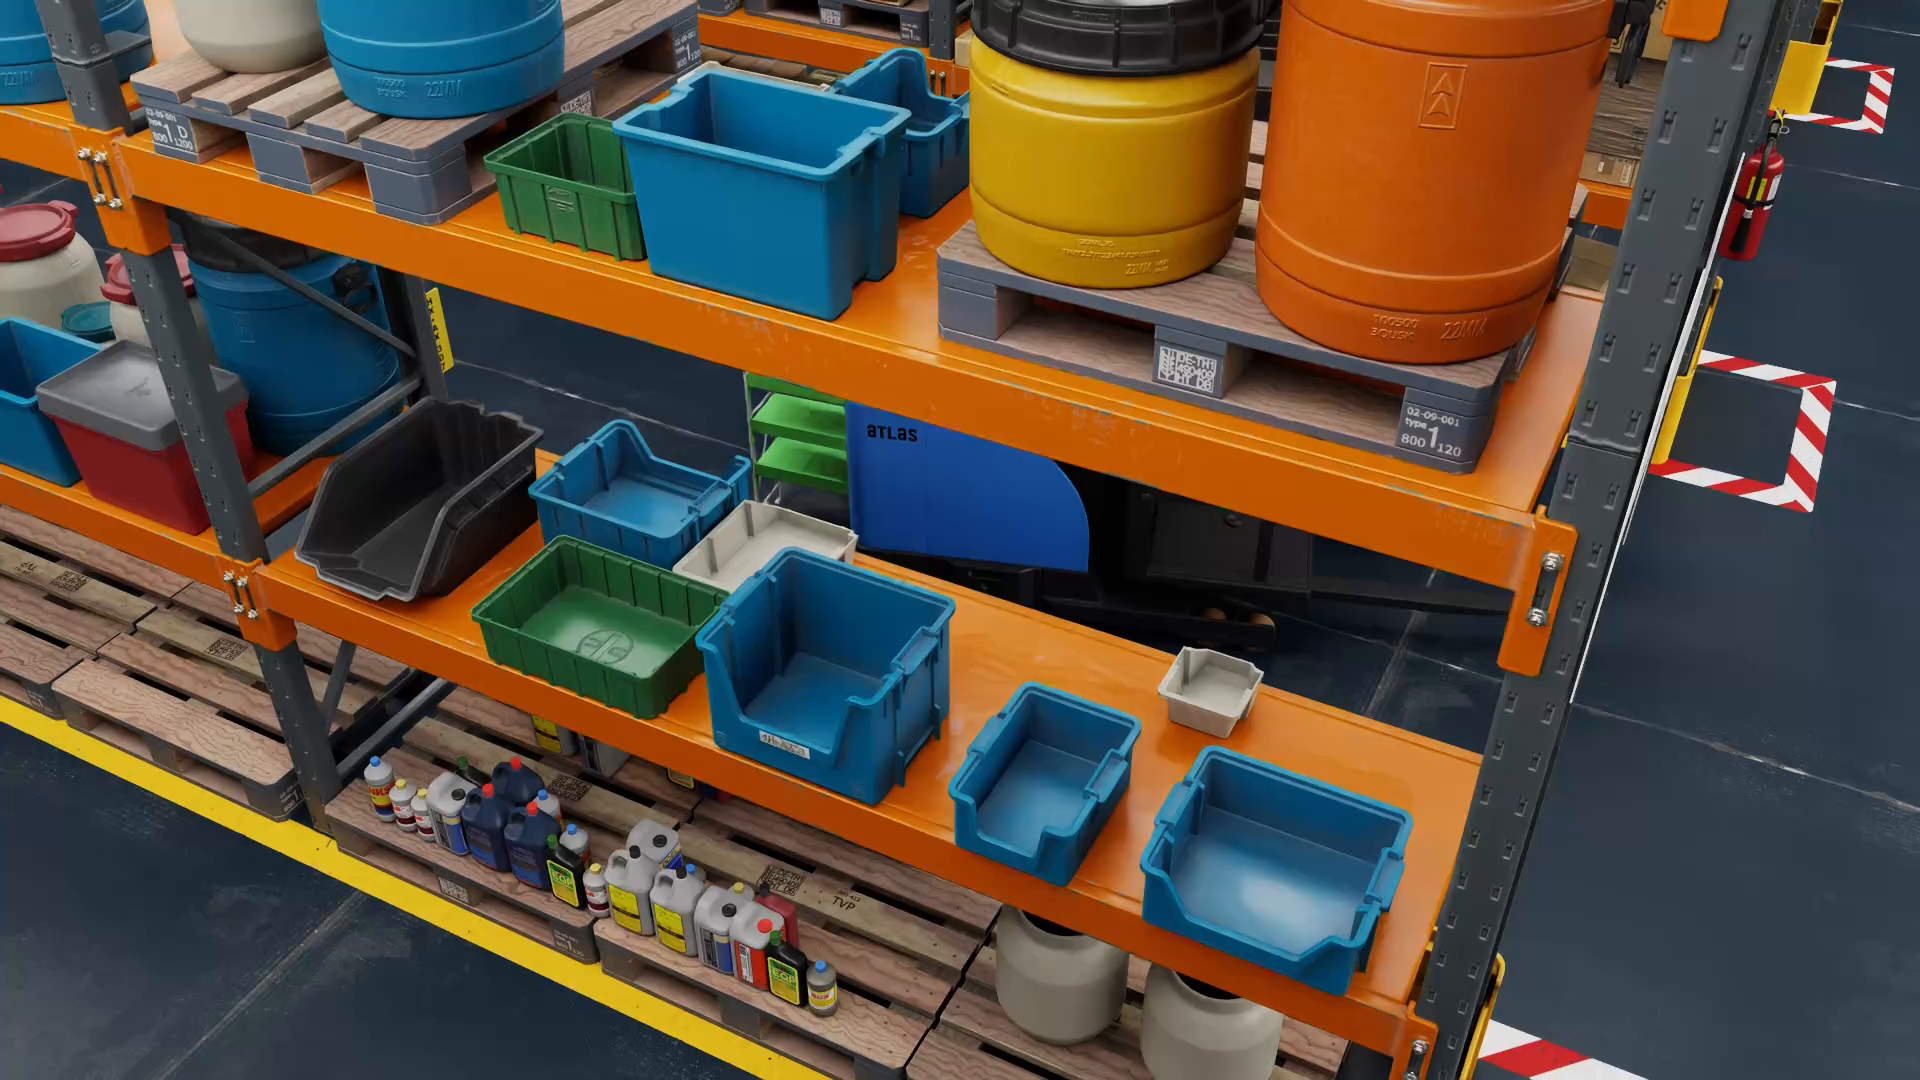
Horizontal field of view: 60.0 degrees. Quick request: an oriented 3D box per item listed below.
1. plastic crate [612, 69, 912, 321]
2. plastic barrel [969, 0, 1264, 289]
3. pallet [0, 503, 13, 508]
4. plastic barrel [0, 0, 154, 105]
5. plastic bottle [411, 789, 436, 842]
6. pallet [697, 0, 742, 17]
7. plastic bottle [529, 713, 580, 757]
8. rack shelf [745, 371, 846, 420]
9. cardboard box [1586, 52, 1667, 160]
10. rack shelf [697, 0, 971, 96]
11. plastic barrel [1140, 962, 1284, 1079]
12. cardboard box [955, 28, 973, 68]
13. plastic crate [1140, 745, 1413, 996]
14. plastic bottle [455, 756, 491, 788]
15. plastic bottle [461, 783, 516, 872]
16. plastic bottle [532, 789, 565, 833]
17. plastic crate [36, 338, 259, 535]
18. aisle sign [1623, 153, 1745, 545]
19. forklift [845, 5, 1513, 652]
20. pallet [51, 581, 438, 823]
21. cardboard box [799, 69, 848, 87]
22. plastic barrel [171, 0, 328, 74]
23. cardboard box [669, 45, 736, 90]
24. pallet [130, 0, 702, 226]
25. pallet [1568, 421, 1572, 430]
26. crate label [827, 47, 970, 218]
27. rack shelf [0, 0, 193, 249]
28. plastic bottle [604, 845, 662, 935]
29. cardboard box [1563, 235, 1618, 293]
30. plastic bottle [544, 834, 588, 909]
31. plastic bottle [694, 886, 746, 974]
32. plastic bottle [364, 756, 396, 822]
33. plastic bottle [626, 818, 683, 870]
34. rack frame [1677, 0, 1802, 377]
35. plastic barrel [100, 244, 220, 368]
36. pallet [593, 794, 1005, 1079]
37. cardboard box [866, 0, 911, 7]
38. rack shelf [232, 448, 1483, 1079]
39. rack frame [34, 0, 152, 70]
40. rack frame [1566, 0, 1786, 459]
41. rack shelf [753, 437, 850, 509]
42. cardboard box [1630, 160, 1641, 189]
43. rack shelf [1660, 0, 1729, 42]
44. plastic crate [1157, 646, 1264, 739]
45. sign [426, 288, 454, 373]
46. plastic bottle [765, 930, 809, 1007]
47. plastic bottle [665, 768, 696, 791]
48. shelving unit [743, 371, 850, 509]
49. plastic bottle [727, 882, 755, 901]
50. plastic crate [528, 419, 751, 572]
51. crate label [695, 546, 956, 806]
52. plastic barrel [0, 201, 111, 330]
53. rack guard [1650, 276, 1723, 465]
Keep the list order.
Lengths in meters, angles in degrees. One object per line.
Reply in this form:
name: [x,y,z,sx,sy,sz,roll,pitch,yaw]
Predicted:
plastic crate: [-0.443,-0.793,3.846,0.575,0.384,0.392,17,41,21]
plastic barrel: [0.318,-0.922,3.500,0.600,0.588,0.600,0,37,0]
pallet: [-5.045,-0.114,7.725,1.213,0.211,1.003,17,41,21]
plastic barrel: [-2.714,-1.768,4.702,0.708,0.901,0.600,17,41,21]
plastic bottle: [-1.901,0.972,5.940,0.097,0.201,0.097,0,37,0]
pallet: [-1.660,-3.515,10.058,1.213,0.211,1.003,17,41,21]
plastic bottle: [-1.525,0.633,6.262,0.185,0.351,0.144,17,41,21]
rack shelf: [-0.679,-0.702,7.391,0.480,0.148,0.258,13,39,16]
cardboard box: [3.191,-2.221,7.867,0.500,0.500,0.875,17,41,21]
rack shelf: [-1.661,-3.277,10.181,4.000,0.370,1.077,17,41,21]
plastic barrel: [0.770,1.446,5.075,0.421,0.512,0.421,0,37,0]
cardboard box: [0.168,-2.686,9.016,0.250,0.149,0.380,17,41,21]
plastic crate: [0.807,0.845,4.279,0.616,0.251,0.499,17,41,21]
plastic bottle: [-1.733,0.900,5.966,0.133,0.283,0.061,17,41,21]
plastic bottle: [-1.637,0.979,5.807,0.185,0.351,0.144,18,41,23]
plastic bottle: [-1.453,0.986,5.863,0.097,0.271,0.097,0,37,0]
plastic crate: [-2.733,-0.344,5.670,0.583,0.464,0.402,17,41,21]
aisle sign: [1.588,-0.409,3.658,0.004,0.787,0.394,17,41,21]
forklift: [1.078,-1.038,6.693,3.031,2.935,1.130,6,38,8]
pallet: [-2.878,0.565,6.831,1.213,0.211,1.003,17,41,21]
cardboard box: [-0.835,-2.512,10.282,0.500,0.500,0.700,17,40,21]
plastic barrel: [-1.871,-1.530,4.364,0.421,0.512,0.421,0,37,0]
cardboard box: [-1.828,-2.822,10.691,0.500,0.500,0.700,21,42,25]
pallet: [-1.477,-1.320,4.683,1.003,0.211,1.213,17,41,21]
pallet: [2.894,-1.051,8.959,1.213,0.211,1.003,17,41,21]
crate label: [-0.121,-1.069,4.320,0.408,0.251,0.502,17,41,21]
rack shelf: [-3.939,-1.813,5.771,4.000,0.370,1.077,17,41,21]
plastic bottle: [-1.092,1.150,5.582,0.185,0.351,0.144,17,40,21]
cardboard box: [3.120,-1.249,8.635,0.500,0.500,0.500,25,44,29]
plastic bottle: [-1.342,1.126,5.668,0.133,0.283,0.061,19,41,23]
plastic bottle: [-0.778,1.275,5.478,0.135,0.276,0.152,16,40,20]
plastic bottle: [-2.081,0.887,5.993,0.097,0.271,0.097,0,37,0]
plastic bottle: [-1.046,1.093,5.718,0.135,0.276,0.152,17,41,21]
rack frame: [3.667,-1.895,7.766,0.127,3.000,1.000,17,41,21]
plastic barrel: [-2.911,-0.786,6.192,0.433,0.535,0.433,0,37,0]
pallet: [-0.498,1.310,5.850,1.213,0.211,1.003,17,41,21]
cardboard box: [-0.526,-3.710,9.313,1.000,1.000,1.000,18,41,22]
rack shelf: [-0.387,0.494,5.213,4.000,0.370,1.077,17,41,21]
rack frame: [-2.163,-2.738,3.914,0.127,3.000,1.000,17,41,21]
rack frame: [1.389,-1.626,2.449,0.127,3.000,1.000,17,41,21]
rack shelf: [-0.679,-0.320,7.681,0.480,0.148,0.258,13,39,16]
cardboard box: [3.319,-1.764,7.800,0.250,0.149,0.380,17,41,21]
rack shelf: [-0.387,-1.736,3.520,4.000,0.370,1.077,17,41,21]
plastic crate: [0.743,0.447,4.898,0.250,0.136,0.298,17,41,21]
sign: [-1.900,-0.751,6.029,0.005,0.325,0.100,17,41,21]
plastic bottle: [-0.555,1.373,5.344,0.133,0.283,0.061,18,41,23]
plastic bottle: [-1.025,0.788,6.114,0.133,0.283,0.061,17,41,21]
shelving unit: [-0.679,-0.562,7.498,0.503,1.200,0.258,13,39,16]
plastic bottle: [-0.737,1.232,5.596,0.097,0.201,0.097,0,37,0]
plastic crate: [-1.055,-0.127,5.560,0.616,0.251,0.499,17,41,21]
crate label: [-0.370,0.383,4.735,0.616,0.435,0.502,17,41,21]
plastic barrel: [-3.563,-0.990,6.461,0.433,0.535,0.433,0,37,0]
rack guard: [3.599,-0.921,8.549,0.348,0.500,1.175,17,41,21]
